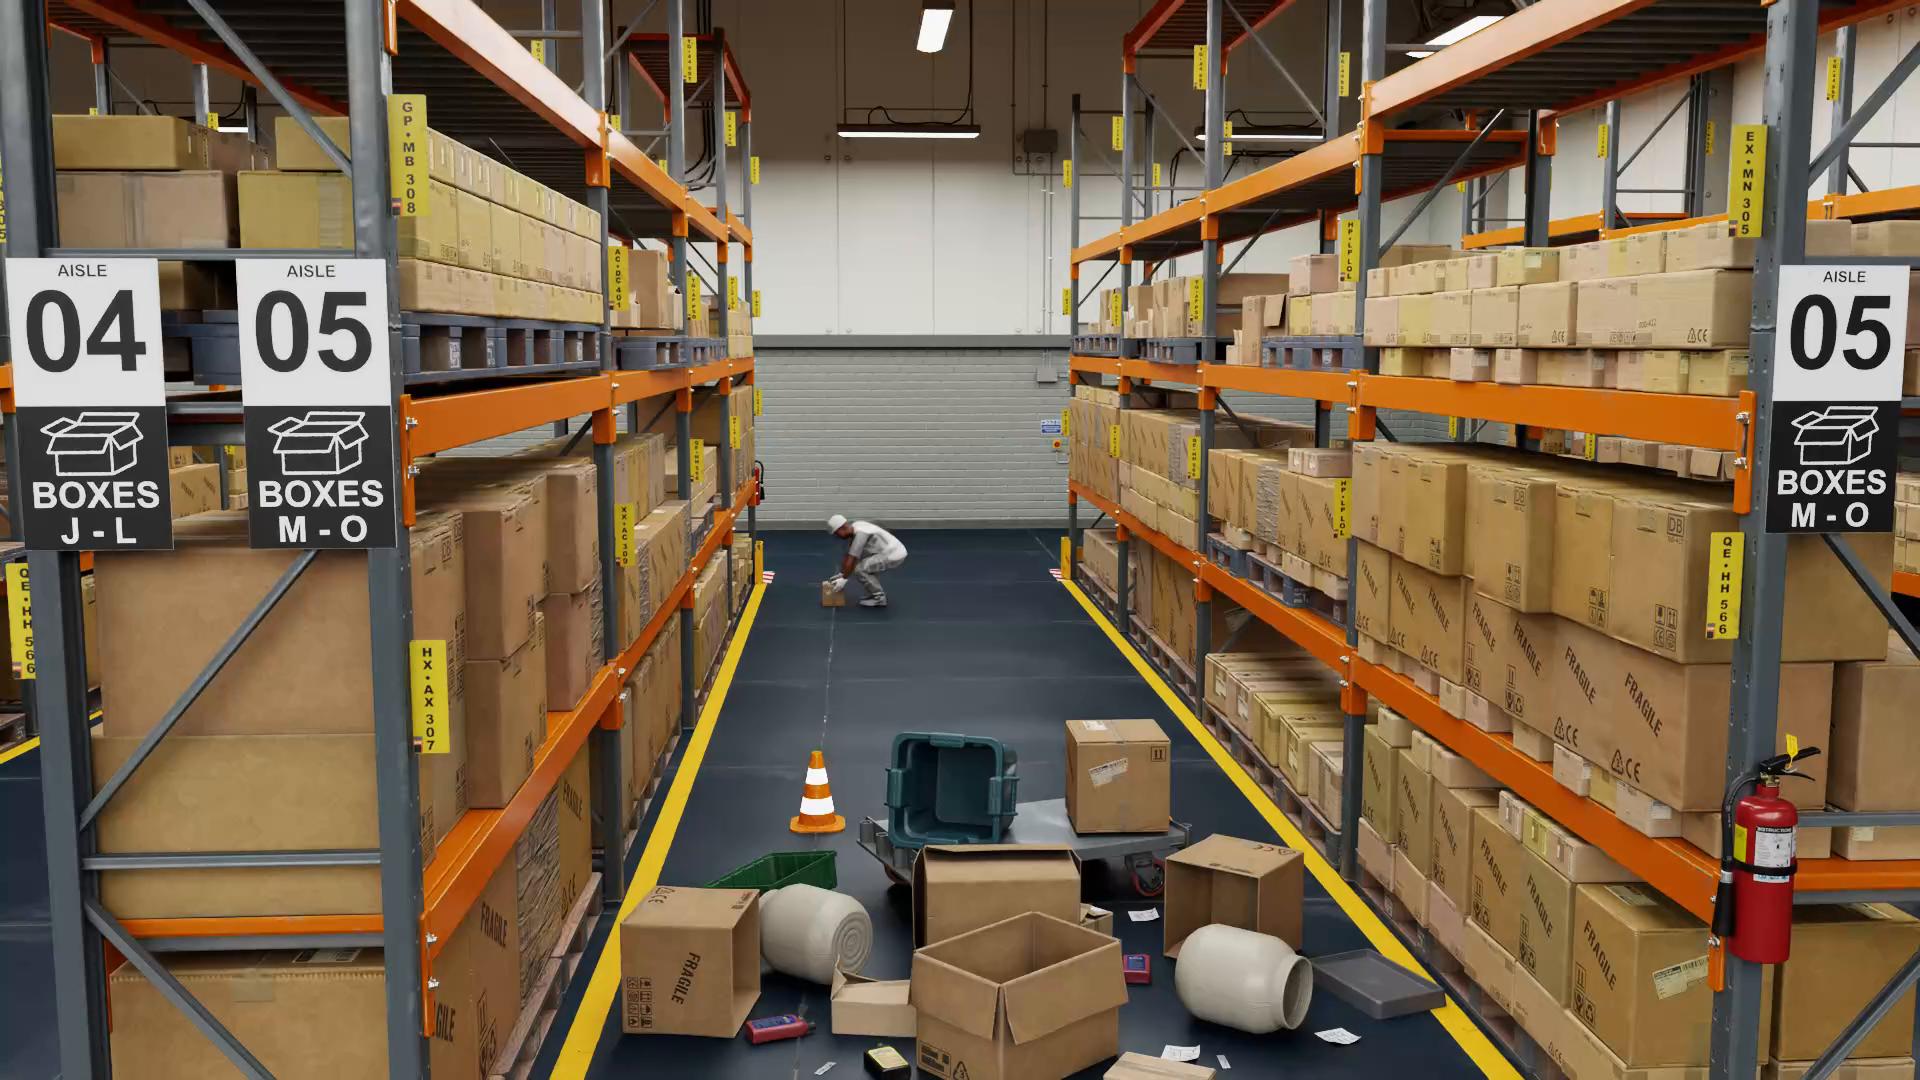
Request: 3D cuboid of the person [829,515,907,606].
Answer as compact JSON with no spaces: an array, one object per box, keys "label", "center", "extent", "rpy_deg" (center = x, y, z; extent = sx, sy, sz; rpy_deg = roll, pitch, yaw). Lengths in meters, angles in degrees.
[{"label":"person","center":[-1.050,0.228,18.916],"extent":[0.899,1.037,0.577],"rpy_deg":[0,7,-4]}]
